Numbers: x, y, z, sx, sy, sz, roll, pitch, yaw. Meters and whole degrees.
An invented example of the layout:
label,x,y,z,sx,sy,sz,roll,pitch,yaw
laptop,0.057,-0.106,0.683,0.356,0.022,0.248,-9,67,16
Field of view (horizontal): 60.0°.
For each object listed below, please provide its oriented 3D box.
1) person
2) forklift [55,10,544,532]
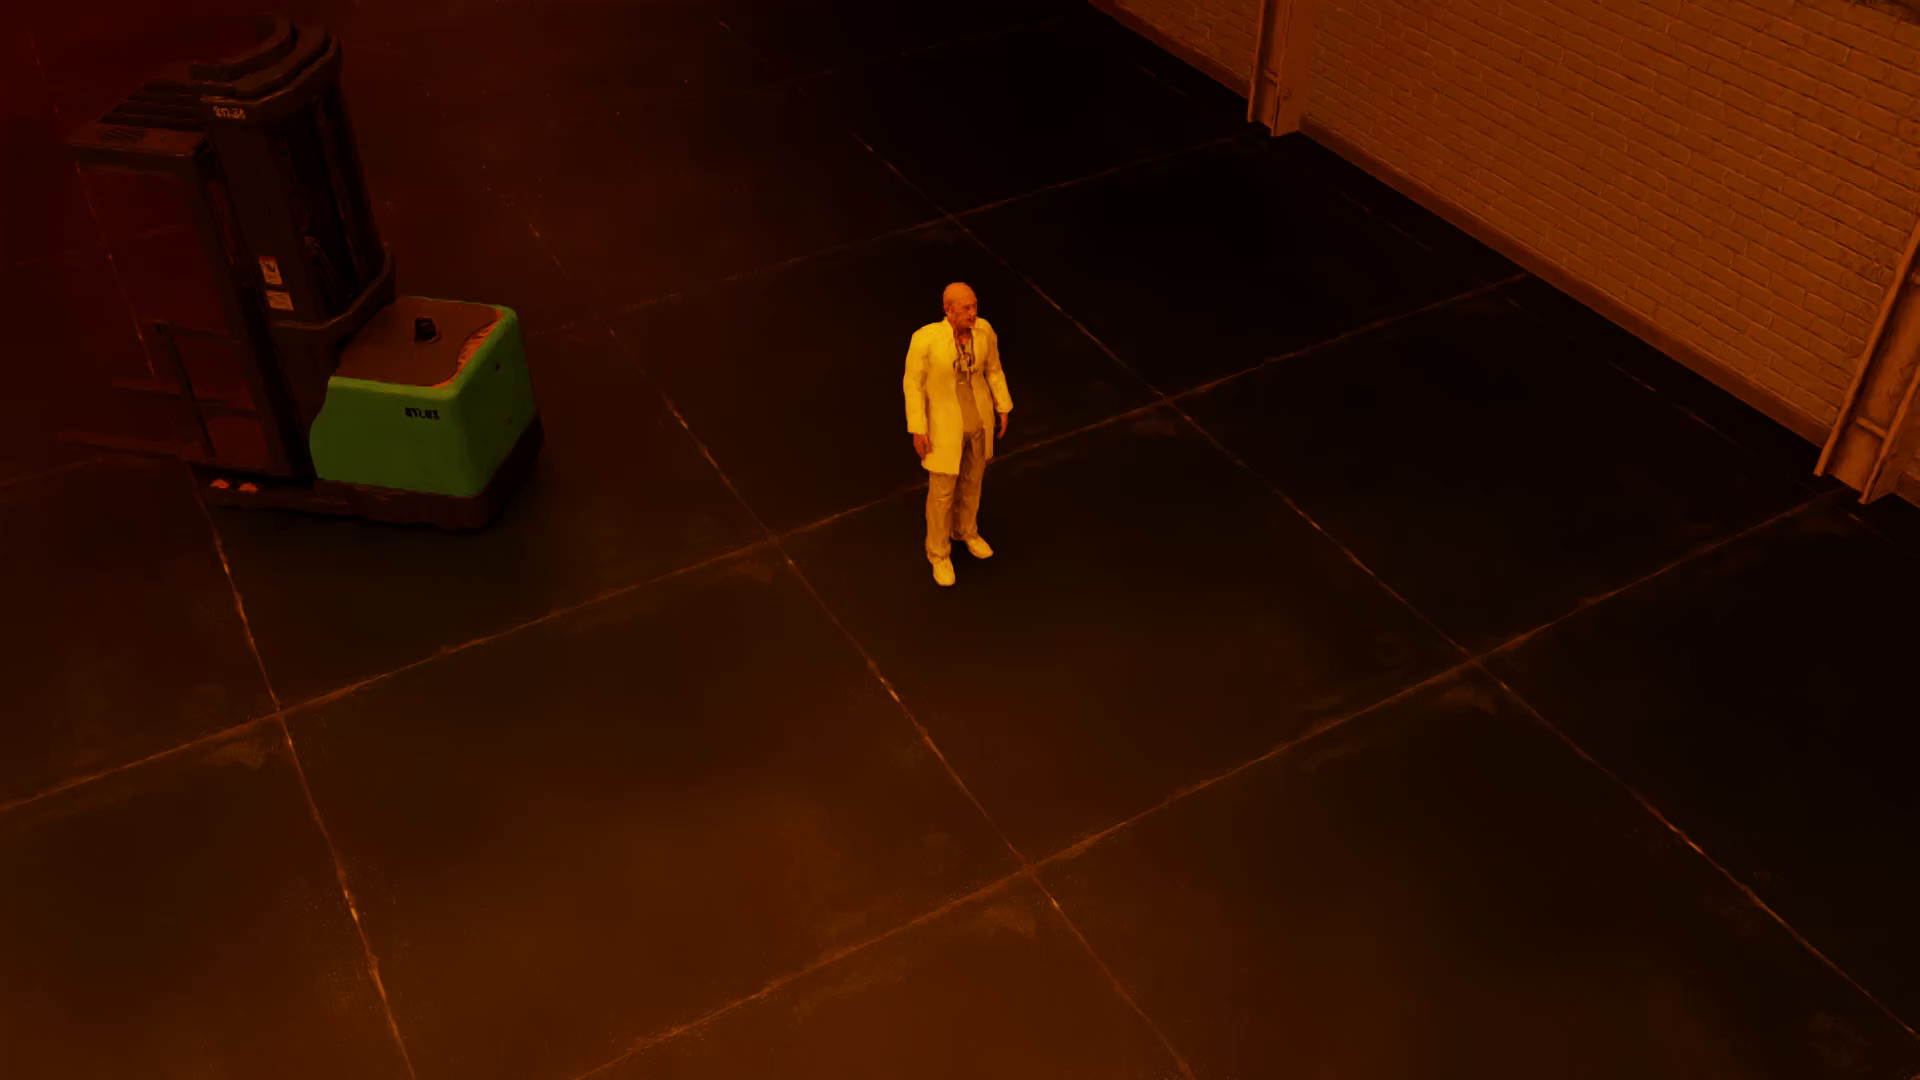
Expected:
label,x,y,z,sx,sy,sz,roll,pitch,yaw
person,0.042,-0.638,9.698,0.694,1.776,0.579,-20,44,-23
forklift,-4.326,-1.647,10.022,3.031,2.935,1.130,7,40,9
